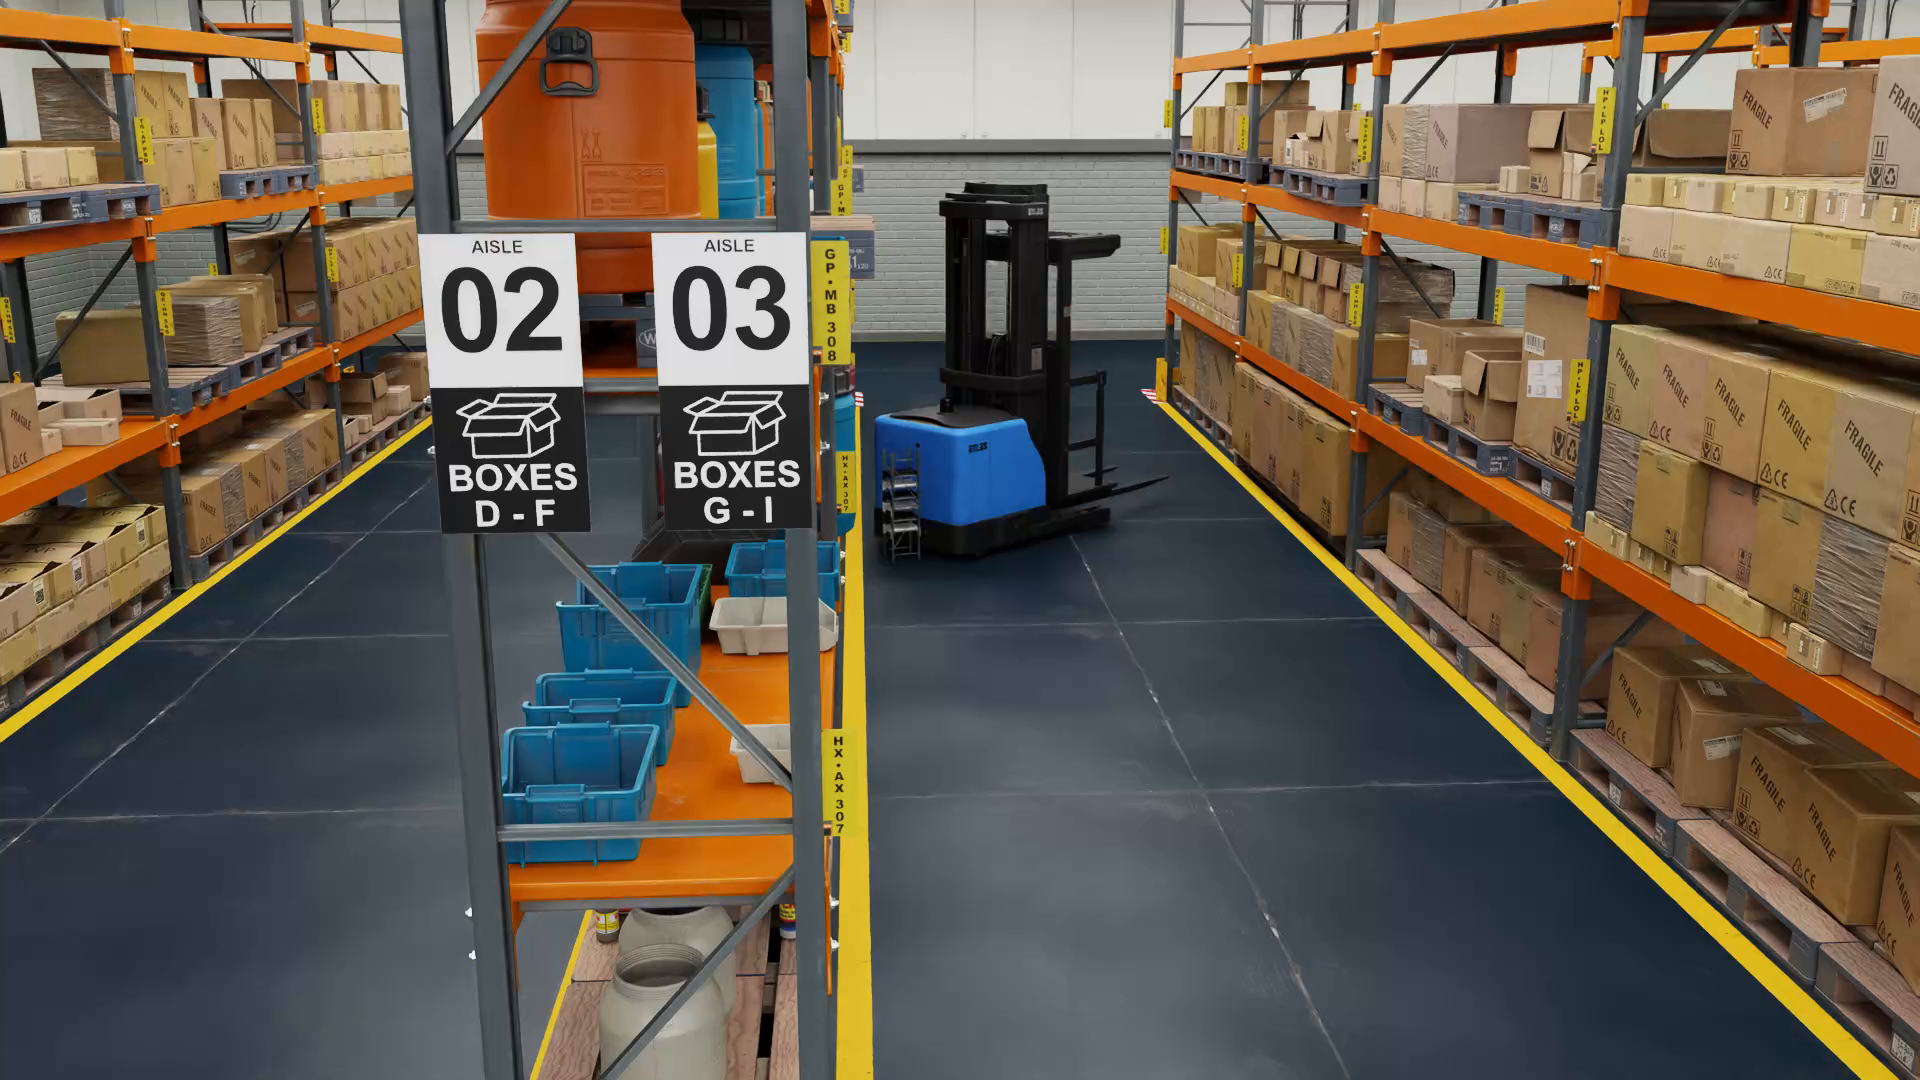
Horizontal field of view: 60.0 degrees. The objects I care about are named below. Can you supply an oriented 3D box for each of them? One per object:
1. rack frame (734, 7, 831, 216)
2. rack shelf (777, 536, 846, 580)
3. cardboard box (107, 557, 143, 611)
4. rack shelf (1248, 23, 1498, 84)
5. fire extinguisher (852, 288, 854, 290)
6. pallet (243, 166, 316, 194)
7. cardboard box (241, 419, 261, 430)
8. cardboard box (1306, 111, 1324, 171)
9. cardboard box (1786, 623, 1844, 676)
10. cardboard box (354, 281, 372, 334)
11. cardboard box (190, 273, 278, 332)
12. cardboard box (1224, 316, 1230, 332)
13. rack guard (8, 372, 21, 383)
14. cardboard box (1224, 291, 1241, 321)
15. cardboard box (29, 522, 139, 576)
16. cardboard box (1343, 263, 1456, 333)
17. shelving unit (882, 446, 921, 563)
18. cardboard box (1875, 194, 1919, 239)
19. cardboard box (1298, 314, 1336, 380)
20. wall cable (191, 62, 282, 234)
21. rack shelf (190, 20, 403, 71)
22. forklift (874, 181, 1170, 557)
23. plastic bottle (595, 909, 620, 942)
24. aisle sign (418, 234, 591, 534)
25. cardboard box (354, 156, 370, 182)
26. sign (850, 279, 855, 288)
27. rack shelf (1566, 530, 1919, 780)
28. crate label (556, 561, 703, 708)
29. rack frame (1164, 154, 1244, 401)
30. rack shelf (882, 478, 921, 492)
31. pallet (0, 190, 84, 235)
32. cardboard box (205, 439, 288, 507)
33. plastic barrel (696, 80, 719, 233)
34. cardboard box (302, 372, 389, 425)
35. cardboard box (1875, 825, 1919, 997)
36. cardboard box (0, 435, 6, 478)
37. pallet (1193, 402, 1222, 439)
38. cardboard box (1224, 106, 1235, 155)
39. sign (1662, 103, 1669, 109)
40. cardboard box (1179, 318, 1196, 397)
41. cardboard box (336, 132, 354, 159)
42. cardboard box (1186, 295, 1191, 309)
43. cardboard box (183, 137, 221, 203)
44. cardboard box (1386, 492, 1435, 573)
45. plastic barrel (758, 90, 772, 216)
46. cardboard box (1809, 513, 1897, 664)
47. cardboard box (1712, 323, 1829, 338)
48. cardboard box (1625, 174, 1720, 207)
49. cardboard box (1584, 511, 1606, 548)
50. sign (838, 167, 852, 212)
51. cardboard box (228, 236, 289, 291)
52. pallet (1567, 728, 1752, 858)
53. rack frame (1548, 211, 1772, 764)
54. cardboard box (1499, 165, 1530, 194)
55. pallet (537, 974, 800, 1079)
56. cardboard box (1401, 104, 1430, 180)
[{"bbox_3d":[-1.140,-3.064,7.876,1.000,3.000,0.127,-1,14,-3],"label":"rack frame"},{"bbox_3d":[-1.264,-0.308,10.647,1.077,0.370,4.000,-1,14,-3],"label":"rack shelf"},{"bbox_3d":[-6.021,0.305,11.495,0.500,0.250,0.500,-1,14,-4],"label":"cardboard box"},{"bbox_3d":[3.431,-4.091,14.112,1.077,0.370,4.000,-1,14,-3],"label":"rack shelf"},{"bbox_3d":[-1.439,-2.970,20.452,0.296,0.674,0.183,-1,14,-3],"label":"fire extinguisher"},{"bbox_3d":[-6.610,-3.271,15.078,1.213,0.211,1.003,-1,14,-3],"label":"pallet"},{"bbox_3d":[-6.749,-0.819,15.323,0.500,0.500,0.500,-1,14,-3],"label":"cardboard box"},{"bbox_3d":[3.408,-3.444,14.322,0.797,0.503,0.637,-1,14,-4],"label":"cardboard box"},{"bbox_3d":[3.630,0.442,6.793,0.380,0.149,0.250,-1,14,-3],"label":"cardboard box"},{"bbox_3d":[-6.374,-2.380,17.054,0.500,0.500,0.500,-1,14,-2],"label":"cardboard box"},{"bbox_3d":[-6.774,-2.203,15.527,0.700,0.500,0.500,-6,16,-22],"label":"cardboard box"},{"bbox_3d":[2.945,-2.238,17.209,0.380,0.149,0.250,-1,14,-2],"label":"cardboard box"},{"bbox_3d":[-11.773,-1.786,19.963,1.175,0.500,0.348,-1,14,-3],"label":"rack guard"},{"bbox_3d":[3.018,-2.402,17.046,0.500,0.250,0.500,-1,14,-4],"label":"cardboard box"},{"bbox_3d":[-6.015,0.034,11.424,0.500,0.311,0.500,-1,14,-4],"label":"cardboard box"},{"bbox_3d":[3.526,-1.946,13.358,0.797,0.503,0.637,0,14,-2],"label":"cardboard box"},{"bbox_3d":[-0.469,-0.285,13.330,0.258,0.900,0.210,-6,15,-21],"label":"shelving unit"},{"bbox_3d":[3.649,-1.202,6.158,0.380,0.149,0.250,-2,15,-6],"label":"cardboard box"},{"bbox_3d":[3.217,-1.651,14.221,0.500,0.500,0.500,-1,14,-5],"label":"cardboard box"},{"bbox_3d":[-11.765,-5.804,24.756,3.097,2.526,0.112,-1,14,-3],"label":"wall cable"},{"bbox_3d":[-6.704,-5.126,17.339,1.077,0.370,4.000,-1,14,-3],"label":"rack shelf"},{"bbox_3d":[0.664,-1.583,14.296,1.130,2.935,3.031,13,20,42],"label":"forklift"},{"bbox_3d":[-1.444,1.528,6.800,0.097,0.201,0.097,0,14,0],"label":"plastic bottle"},{"bbox_3d":[-1.184,-0.401,4.346,0.394,0.787,0.004,-1,14,-3],"label":"aisle sign"},{"bbox_3d":[-6.420,-3.826,17.160,0.500,0.250,0.500,-1,14,-3],"label":"cardboard box"},{"bbox_3d":[-1.336,-3.235,20.251,0.100,0.325,0.005,-1,14,-3],"label":"sign"},{"bbox_3d":[3.927,0.611,7.077,1.077,0.370,4.000,-1,14,-3],"label":"rack shelf"},{"bbox_3d":[-1.276,0.365,6.516,0.502,0.435,0.616,-1,14,-3],"label":"crate label"},{"bbox_3d":[3.060,-3.220,20.520,1.000,3.000,0.127,-1,14,-3],"label":"rack frame"},{"bbox_3d":[-0.469,-0.427,13.293,0.258,0.077,0.200,-6,15,-21],"label":"rack shelf"},{"bbox_3d":[-6.129,-1.994,10.115,1.003,0.211,1.213,0,14,-1],"label":"pallet"},{"bbox_3d":[-6.177,-0.583,14.405,0.500,0.500,0.500,-1,14,-5],"label":"cardboard box"},{"bbox_3d":[-1.090,-1.193,5.402,0.600,0.588,0.600,0,14,0],"label":"plastic barrel"},{"bbox_3d":[-6.701,-1.544,18.135,0.797,0.503,0.637,-1,14,-3],"label":"cardboard box"},{"bbox_3d":[3.958,1.463,6.494,0.500,0.500,0.500,3,15,11],"label":"cardboard box"},{"bbox_3d":[-6.179,-0.579,10.054,0.500,0.500,0.500,-1,14,-3],"label":"cardboard box"},{"bbox_3d":[3.260,-1.369,18.923,1.003,0.211,1.213,-1,14,-3],"label":"pallet"},{"bbox_3d":[3.170,-4.305,17.476,0.700,0.500,0.500,0,14,-1],"label":"cardboard box"},{"bbox_3d":[8.572,-5.156,20.250,0.100,0.325,0.005,-1,14,-3],"label":"sign"},{"bbox_3d":[3.179,-2.236,20.119,0.875,0.875,0.875,-1,14,-3],"label":"cardboard box"},{"bbox_3d":[-6.395,-3.944,16.614,0.500,0.250,0.500,-1,14,-3],"label":"cardboard box"},{"bbox_3d":[2.818,-2.749,19.195,0.380,0.149,0.250,-1,14,-5],"label":"cardboard box"},{"bbox_3d":[-6.457,-2.943,13.226,0.910,0.500,0.500,-1,14,-3],"label":"cardboard box"},{"bbox_3d":[3.617,-0.066,12.398,0.700,0.500,0.500,-2,15,-6],"label":"cardboard box"},{"bbox_3d":[-1.513,-2.444,10.624,0.600,0.830,0.708,-1,14,-3],"label":"plastic barrel"},{"bbox_3d":[3.906,0.182,6.500,0.875,0.500,0.500,-1,14,-3],"label":"cardboard box"},{"bbox_3d":[4.106,-0.804,8.328,0.500,0.500,0.500,-1,14,-3],"label":"cardboard box"},{"bbox_3d":[3.516,-1.723,8.184,0.380,0.149,0.250,-1,14,-5],"label":"cardboard box"},{"bbox_3d":[3.516,-0.055,8.726,0.380,0.149,0.250,-1,14,-3],"label":"cardboard box"},{"bbox_3d":[-0.839,-2.566,12.169,0.100,0.325,0.005,-1,14,-3],"label":"sign"},{"bbox_3d":[-6.870,-2.727,16.399,0.500,0.500,0.500,-1,14,-3],"label":"cardboard box"},{"bbox_3d":[3.880,1.282,8.621,1.003,0.211,1.213,-1,14,-3],"label":"pallet"},{"bbox_3d":[3.803,-0.235,8.921,1.000,3.000,0.127,-1,14,-3],"label":"rack frame"},{"bbox_3d":[3.587,-2.243,10.330,0.380,0.166,0.250,-1,14,-5],"label":"cardboard box"},{"bbox_3d":[-0.989,1.966,5.961,1.003,0.211,1.213,-1,14,-3],"label":"pallet"},{"bbox_3d":[3.356,-2.726,11.379,0.500,0.500,0.500,-1,14,-3],"label":"cardboard box"}]
